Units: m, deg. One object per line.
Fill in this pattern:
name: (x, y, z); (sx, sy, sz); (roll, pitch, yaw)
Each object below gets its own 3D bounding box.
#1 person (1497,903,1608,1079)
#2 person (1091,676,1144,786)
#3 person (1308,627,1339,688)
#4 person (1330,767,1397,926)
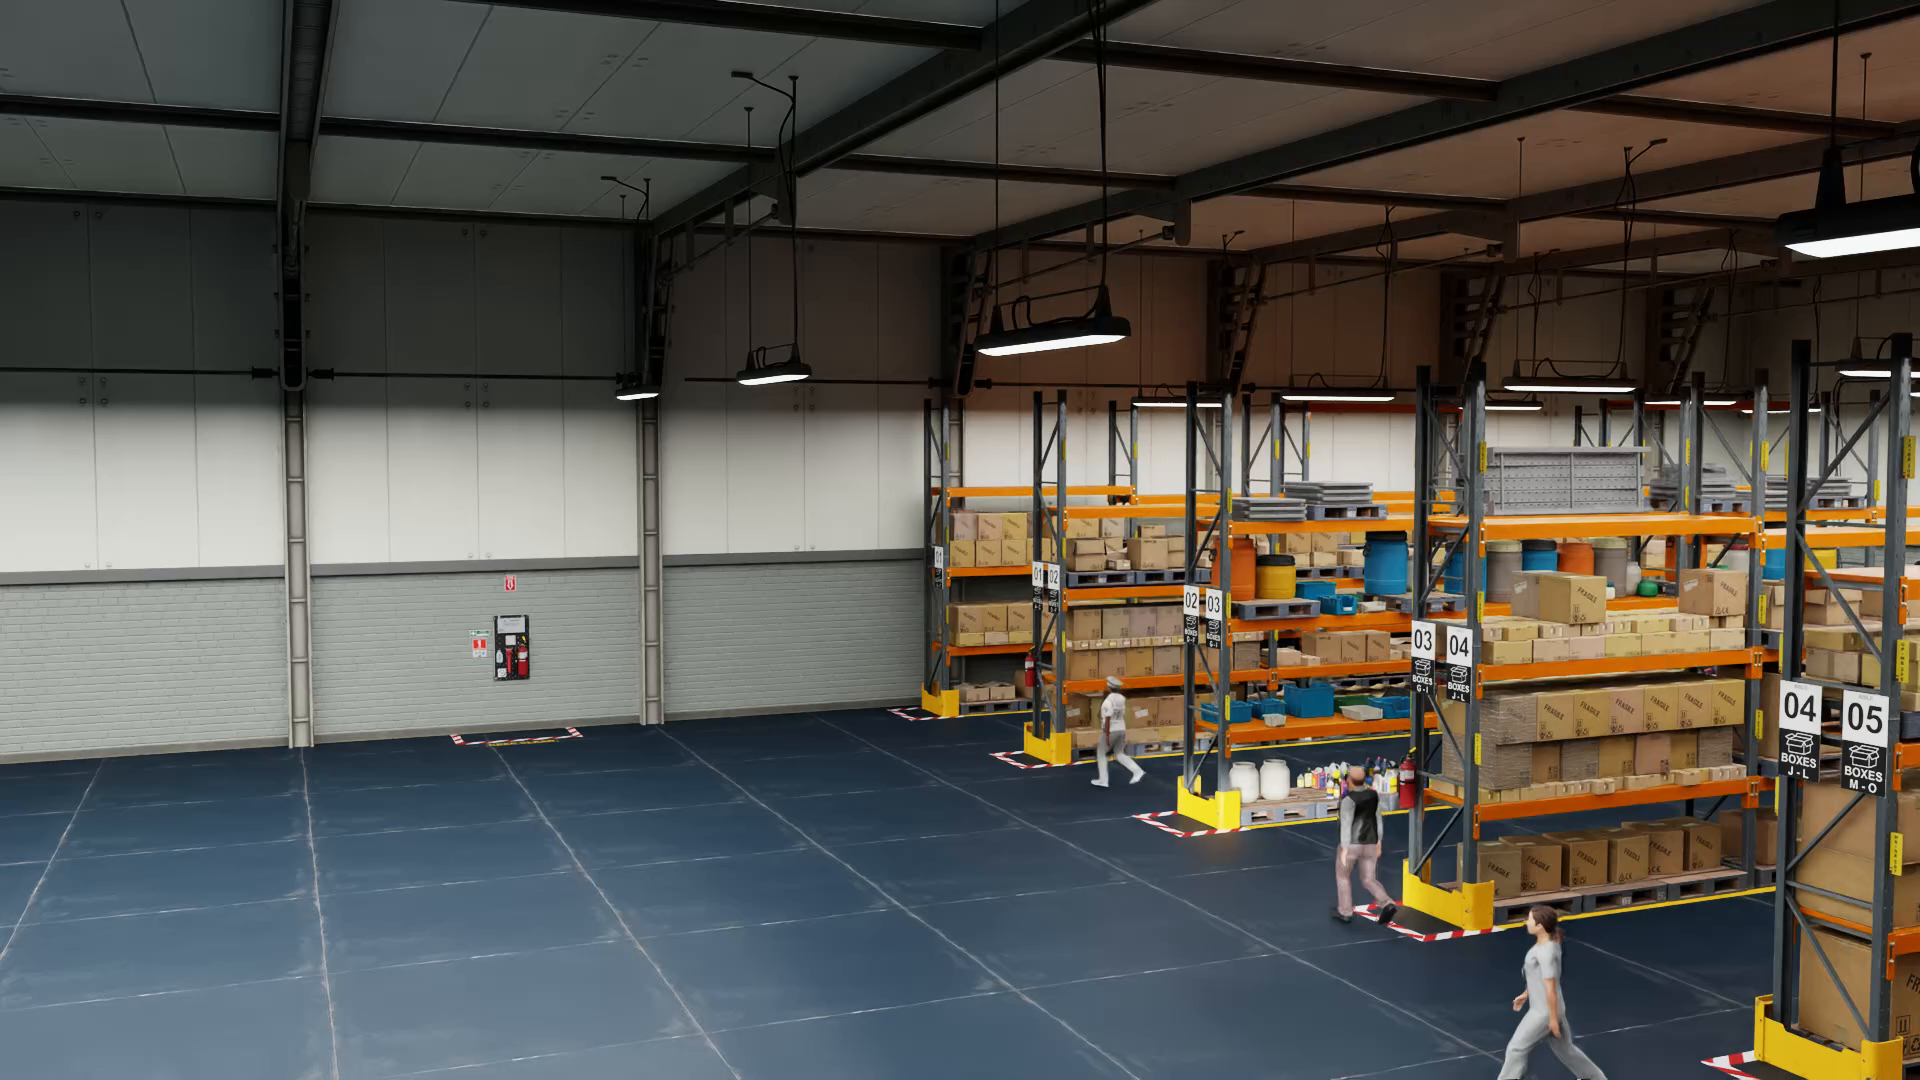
person: (4.499, 3.588, 12.751); (1.091, 1.613, 0.509); (0, 3, 8)
person: (2.333, 2.858, 24.782); (0.829, 1.655, 0.443); (3, 4, 39)
person: (7.089, 2.430, 32.293); (0.871, 1.635, 0.486); (-2, 4, -26)
person: (4.303, 3.270, 17.734); (0.562, 1.689, 0.895); (-1, 4, -22)
